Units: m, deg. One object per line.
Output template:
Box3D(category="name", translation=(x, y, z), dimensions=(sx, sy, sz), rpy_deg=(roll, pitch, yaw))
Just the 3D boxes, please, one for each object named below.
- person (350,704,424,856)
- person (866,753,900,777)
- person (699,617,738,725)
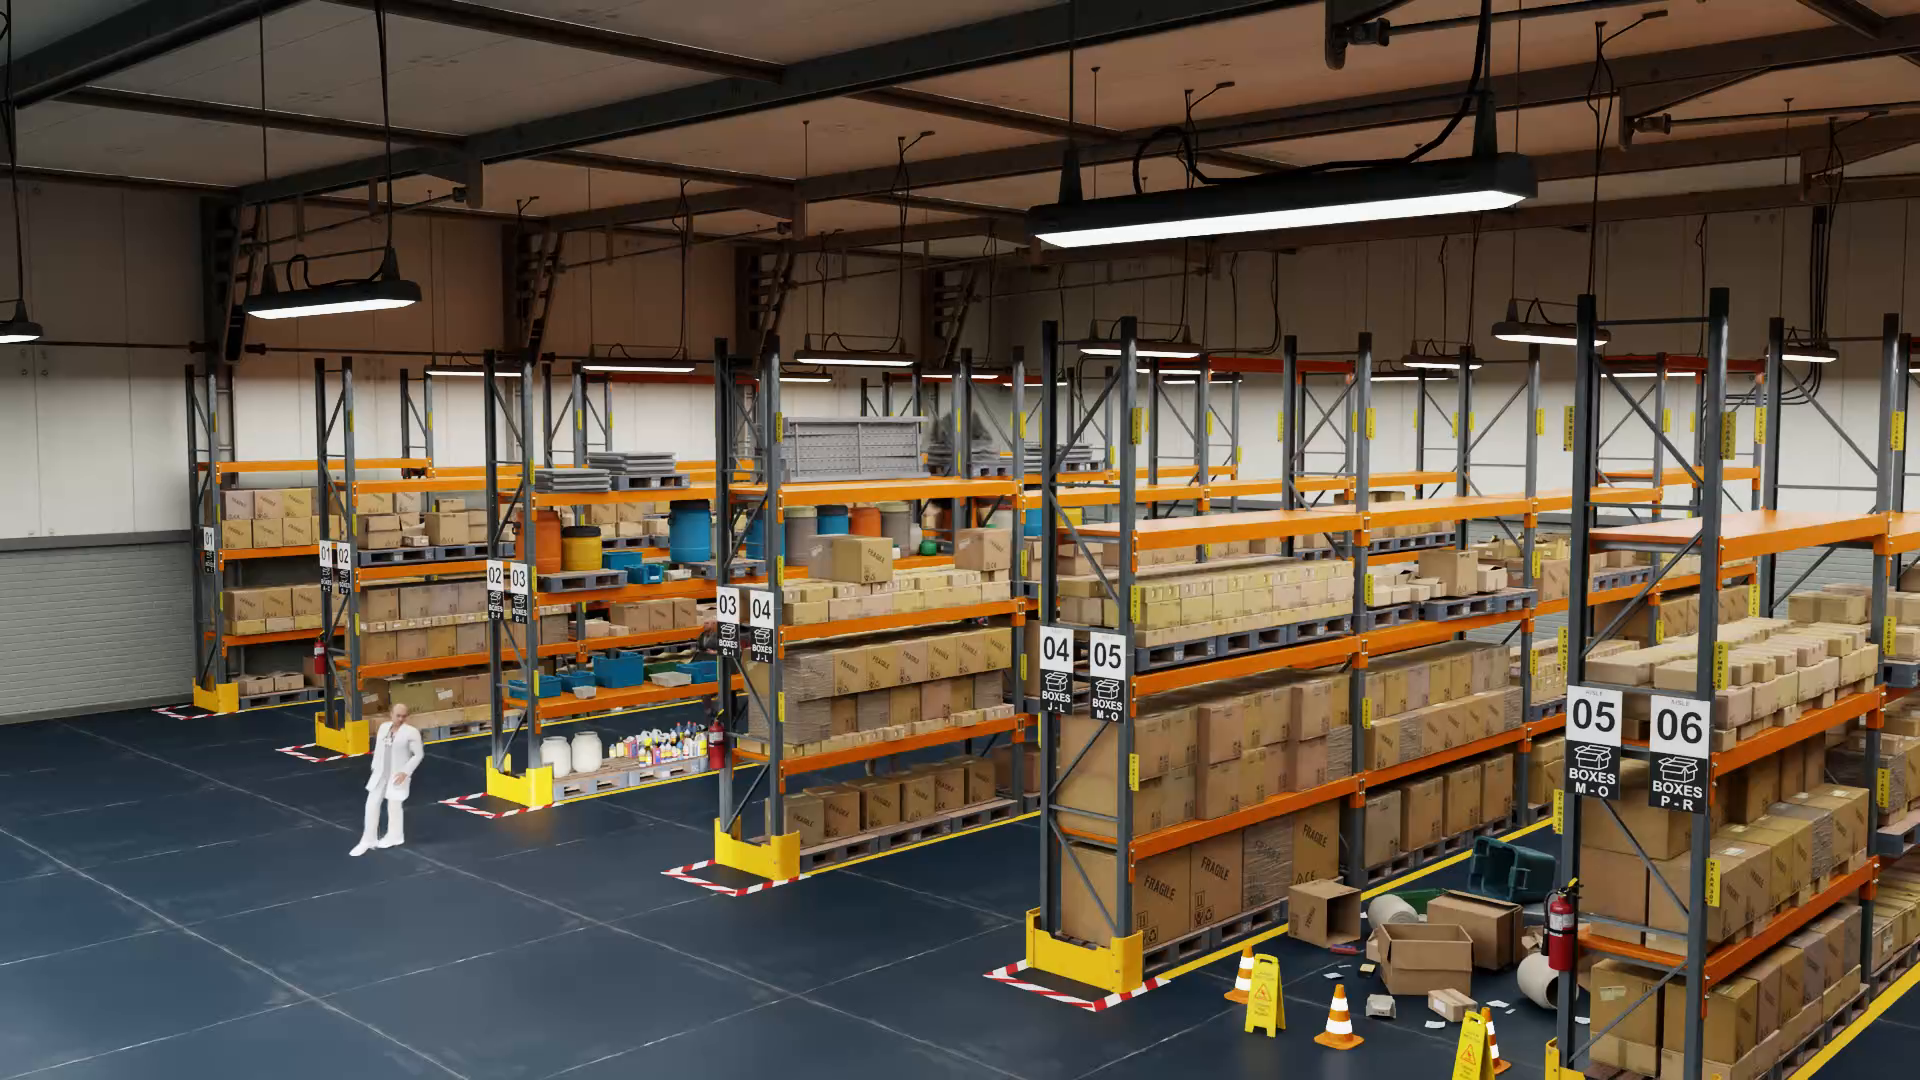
Box3D(category="person", translation=(-6.662, 2.783, 19.489), dimensions=(0.775, 1.754, 0.667), rpy_deg=(1, 4, 11))
Box3D(category="person", translation=(-1.118, 2.608, 23.146), dimensions=(0.688, 1.696, 0.830), rpy_deg=(0, 4, -3))
Box3D(category="person", translation=(-4.163, 2.174, 27.903), dimensions=(0.718, 1.765, 0.799), rpy_deg=(2, 5, 24))
